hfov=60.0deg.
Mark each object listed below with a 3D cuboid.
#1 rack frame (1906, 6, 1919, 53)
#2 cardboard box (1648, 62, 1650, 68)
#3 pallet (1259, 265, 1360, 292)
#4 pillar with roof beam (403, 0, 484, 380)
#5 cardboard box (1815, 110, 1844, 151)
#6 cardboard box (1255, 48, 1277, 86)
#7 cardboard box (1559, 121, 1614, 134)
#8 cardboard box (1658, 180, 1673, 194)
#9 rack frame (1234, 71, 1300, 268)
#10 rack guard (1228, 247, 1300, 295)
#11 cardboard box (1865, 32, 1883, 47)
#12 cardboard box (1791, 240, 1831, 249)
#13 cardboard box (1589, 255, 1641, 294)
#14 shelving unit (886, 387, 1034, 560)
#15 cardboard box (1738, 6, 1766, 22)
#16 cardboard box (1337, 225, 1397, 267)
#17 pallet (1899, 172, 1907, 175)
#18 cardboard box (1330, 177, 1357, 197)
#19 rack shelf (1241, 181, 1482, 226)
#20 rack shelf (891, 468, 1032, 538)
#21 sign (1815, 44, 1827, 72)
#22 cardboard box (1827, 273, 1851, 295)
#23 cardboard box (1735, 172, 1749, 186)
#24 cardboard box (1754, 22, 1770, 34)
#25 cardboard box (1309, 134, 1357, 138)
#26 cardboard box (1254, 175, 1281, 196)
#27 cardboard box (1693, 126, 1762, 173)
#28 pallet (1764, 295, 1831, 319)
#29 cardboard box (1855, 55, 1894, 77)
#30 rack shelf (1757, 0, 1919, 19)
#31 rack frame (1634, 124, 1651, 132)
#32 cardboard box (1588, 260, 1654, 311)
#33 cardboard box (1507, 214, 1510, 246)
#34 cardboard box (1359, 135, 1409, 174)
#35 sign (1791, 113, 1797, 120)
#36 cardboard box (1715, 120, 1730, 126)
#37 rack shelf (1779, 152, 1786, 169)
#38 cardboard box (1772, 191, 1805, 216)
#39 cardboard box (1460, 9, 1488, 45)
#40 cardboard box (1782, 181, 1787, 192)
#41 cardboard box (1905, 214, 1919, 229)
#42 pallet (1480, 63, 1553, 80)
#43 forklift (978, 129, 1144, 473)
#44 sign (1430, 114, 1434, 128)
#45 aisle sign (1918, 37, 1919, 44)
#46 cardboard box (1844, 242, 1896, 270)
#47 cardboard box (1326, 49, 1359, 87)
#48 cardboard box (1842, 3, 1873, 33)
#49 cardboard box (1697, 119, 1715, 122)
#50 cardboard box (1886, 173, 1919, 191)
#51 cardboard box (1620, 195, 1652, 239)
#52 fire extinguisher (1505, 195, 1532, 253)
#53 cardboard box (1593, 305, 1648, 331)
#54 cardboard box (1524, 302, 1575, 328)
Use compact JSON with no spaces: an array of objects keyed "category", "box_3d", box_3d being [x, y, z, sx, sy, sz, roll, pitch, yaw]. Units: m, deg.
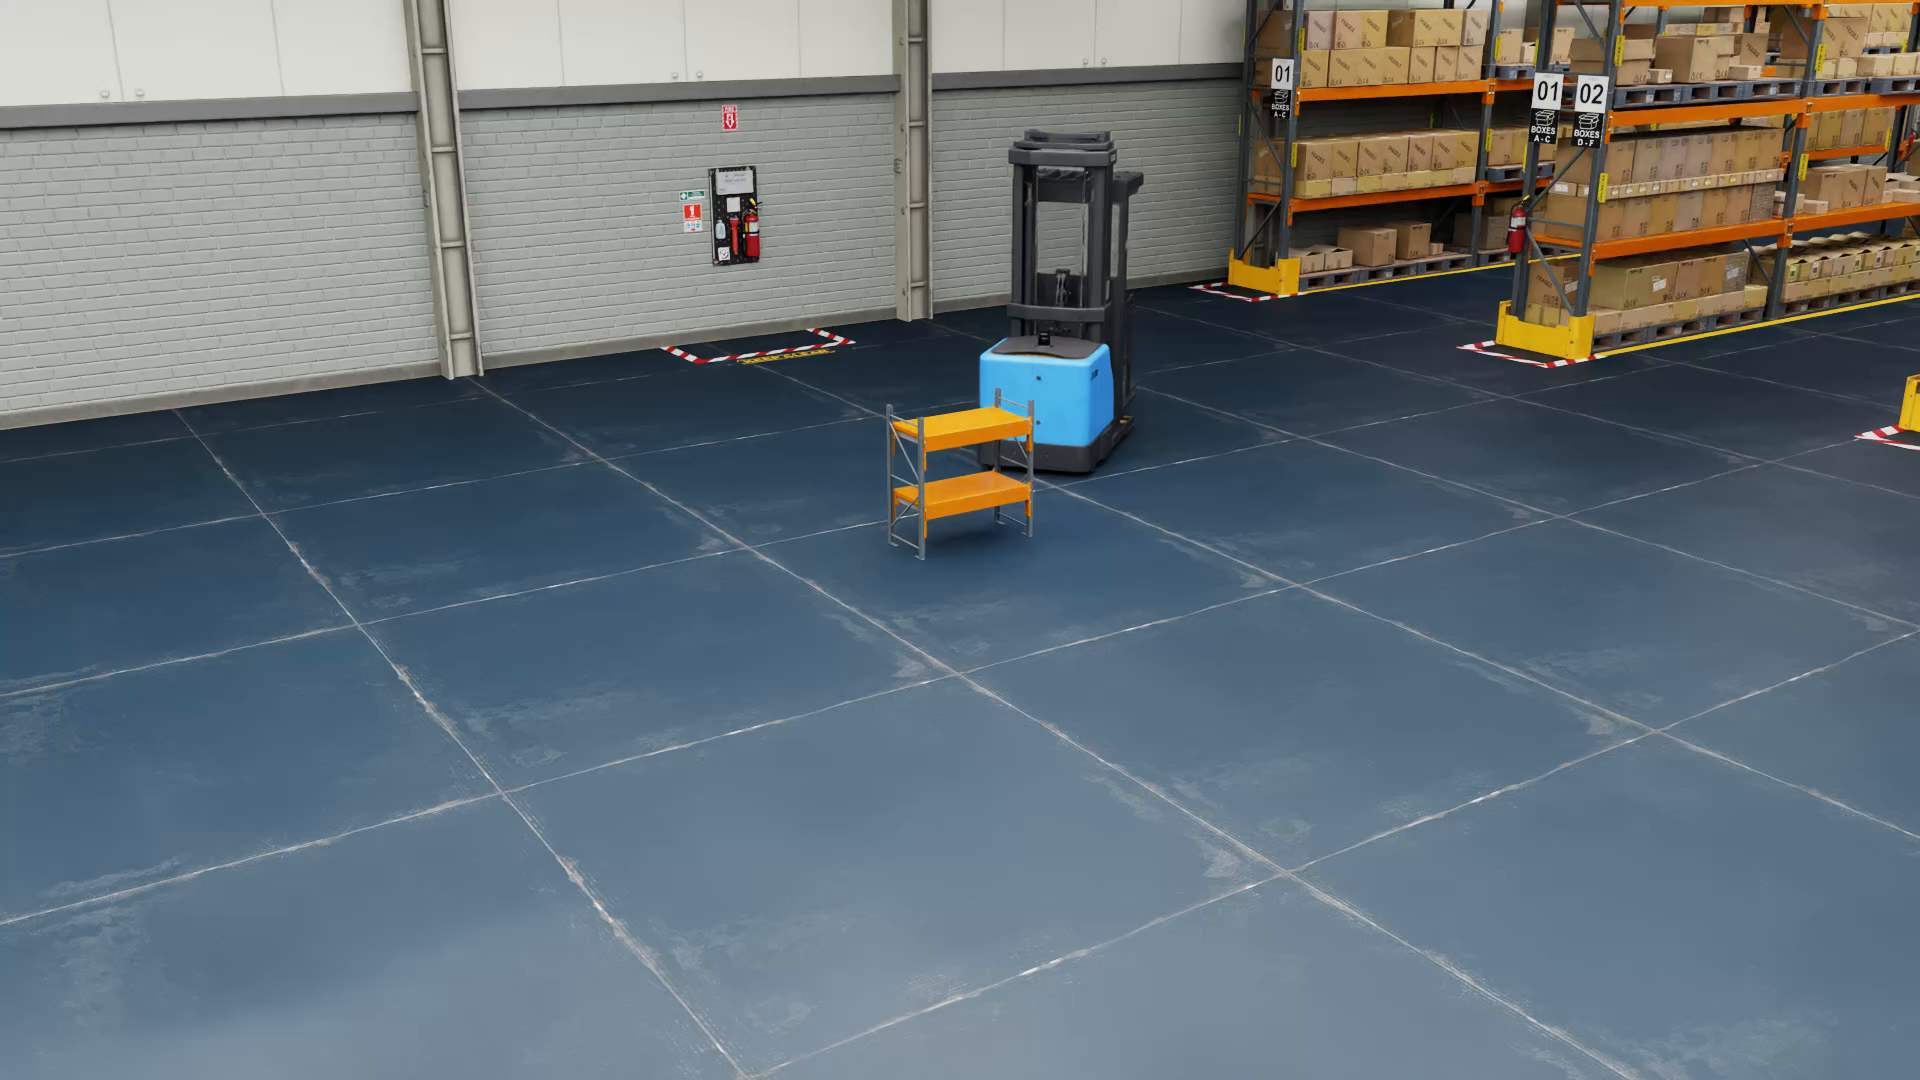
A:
[{"category":"rack frame","box_3d":[13.711,-7.970,22.768,0.127,3.000,1.000,-12,22,-31]},{"category":"cardboard box","box_3d":[7.846,-5.607,19.824,0.500,0.250,0.500,-12,22,-31]},{"category":"pallet","box_3d":[5.063,-3.869,24.360,1.213,0.211,1.003,-12,22,-31]},{"category":"pillar with roof beam","box_3d":[-3.244,-4.975,13.908,0.400,9.000,9.100,-12,22,-31]},{"category":"cardboard box","box_3d":[15.399,-7.517,30.328,0.700,0.700,0.980,-13,22,-33]},{"category":"cardboard box","box_3d":[4.511,-6.662,23.397,0.500,0.500,0.500,-10,21,-28]},{"category":"cardboard box","box_3d":[10.144,-6.517,26.995,0.500,0.500,0.700,-14,23,-36]},{"category":"cardboard box","box_3d":[8.337,-4.267,20.014,0.250,0.149,0.380,-13,23,-33]},{"category":"rack frame","box_3d":[4.302,-5.043,23.478,0.127,3.000,1.000,-12,22,-31]},{"category":"rack guard","box_3d":[4.365,-3.872,23.918,0.348,0.500,1.175,-12,22,-31]},{"category":"cardboard box","box_3d":[16.333,-9.073,30.136,0.500,0.250,0.500,-13,22,-33]},{"category":"cardboard box","box_3d":[11.822,-4.001,23.159,0.500,0.311,0.500,-12,22,-32]},{"category":"cardboard box","box_3d":[8.141,-3.324,20.862,0.500,0.500,0.500,-12,22,-31]},{"category":"shelving unit","box_3d":[0.006,-0.534,13.068,1.048,1.125,0.538,-12,22,-31]},{"category":"cardboard box","box_3d":[13.517,-9.069,28.689,0.500,0.250,0.500,-10,21,-28]},{"category":"cardboard box","box_3d":[6.046,-4.381,24.737,0.500,0.500,0.700,-14,23,-35]},{"category":"pallet","box_3d":[14.238,-5.175,24.169,1.003,0.211,1.213,-12,22,-31]},{"category":"cardboard box","box_3d":[5.310,-5.078,23.784,0.500,0.250,0.500,-13,22,-33]},{"category":"rack shelf","box_3d":[5.972,-5.055,24.636,4.000,0.370,1.077,-12,22,-31]},{"category":"rack shelf","box_3d":[0.006,-0.302,13.146,1.000,0.278,0.538,-12,22,-31]},{"category":"sign","box_3d":[10.677,-5.979,20.631,0.005,0.325,0.100,-12,22,-31]},{"category":"cardboard box","box_3d":[11.702,-3.506,22.570,0.500,0.250,0.500,-13,22,-33]},{"category":"cardboard box","box_3d":[9.617,-4.536,20.811,0.250,0.149,0.380,-12,22,-32]},{"category":"cardboard box","box_3d":[13.529,-8.708,28.792,0.500,0.500,0.700,-13,23,-34]},{"category":"cardboard box","box_3d":[5.434,-5.655,24.320,0.500,0.500,0.500,-13,22,-33]},{"category":"cardboard box","box_3d":[4.586,-5.116,23.896,0.500,0.250,0.500,-12,22,-31]},{"category":"cardboard box","box_3d":[9.582,-4.916,20.921,0.500,0.500,0.700,-12,22,-32]},{"category":"pallet","box_3d":[10.964,-3.243,22.506,1.213,0.211,1.003,-12,22,-31]},{"category":"cardboard box","box_3d":[12.001,-6.293,22.069,0.500,0.250,0.500,-14,23,-36]},{"category":"rack shelf","box_3d":[12.040,-7.087,21.906,4.000,0.370,1.077,-12,22,-31]},{"category":"rack frame","box_3d":[10.983,-6.452,27.646,0.127,3.000,1.000,-12,22,-31]},{"category":"cardboard box","box_3d":[8.016,-3.094,20.179,0.500,0.500,0.500,-12,22,-31]},{"category":"cardboard box","box_3d":[8.652,-5.010,26.598,0.500,0.500,0.700,-12,22,-32]},{"category":"cardboard box","box_3d":[6.144,-5.608,24.182,0.500,0.500,0.500,-11,22,-30]},{"category":"sign","box_3d":[14.631,-7.524,29.134,0.005,0.325,0.100,-12,22,-31]},{"category":"cardboard box","box_3d":[12.818,-6.938,28.431,0.500,0.500,0.500,-11,22,-30]},{"category":"rack shelf","box_3d":[12.654,-6.464,28.804,4.000,0.370,1.077,-12,22,-31]},{"category":"cardboard box","box_3d":[10.757,-4.451,21.960,0.500,0.250,0.500,-10,21,-28]},{"category":"cardboard box","box_3d":[7.373,-7.538,24.427,0.500,0.500,0.500,-14,23,-36]},{"category":"cardboard box","box_3d":[15.005,-6.276,30.372,0.500,0.500,0.700,-12,22,-31]},{"category":"cardboard box","box_3d":[14.408,-4.746,24.645,0.500,0.250,0.500,-11,22,-29]},{"category":"pallet","box_3d":[8.217,-7.160,25.349,1.003,0.211,1.213,-12,22,-31]},{"category":"forklift","box_3d":[1.093,-2.424,15.839,1.130,2.935,3.031,6,20,17]},{"category":"sign","box_3d":[7.334,-6.444,25.814,0.005,0.325,0.100,-12,22,-31]},{"category":"aisle sign","box_3d":[17.890,-9.025,31.198,0.004,0.787,0.394,-12,22,-31]},{"category":"cardboard box","box_3d":[12.555,-3.950,23.008,0.500,0.311,0.500,-12,22,-32]},{"category":"cardboard box","box_3d":[5.187,-6.598,23.207,0.500,0.500,0.500,-10,21,-28]},{"category":"cardboard box","box_3d":[15.909,-9.340,29.755,0.500,0.500,0.500,-12,22,-31]},{"category":"cardboard box","box_3d":[12.368,-7.200,28.036,0.500,0.250,0.500,-12,22,-31]},{"category":"cardboard box","box_3d":[13.383,-5.033,23.588,0.500,0.311,0.500,-10,21,-28]},{"category":"cardboard box","box_3d":[7.862,-3.939,20.056,0.500,0.500,0.700,-11,22,-30]},{"category":"fire extinguisher","box_3d":[6.675,-3.786,19.879,0.183,0.674,0.296,-12,22,-31]},{"category":"cardboard box","box_3d":[8.015,-2.739,20.301,0.500,0.250,0.500,-12,22,-31]},{"category":"cardboard box","box_3d":[7.315,-2.789,20.447,0.500,0.250,0.500,-12,22,-31]}]
